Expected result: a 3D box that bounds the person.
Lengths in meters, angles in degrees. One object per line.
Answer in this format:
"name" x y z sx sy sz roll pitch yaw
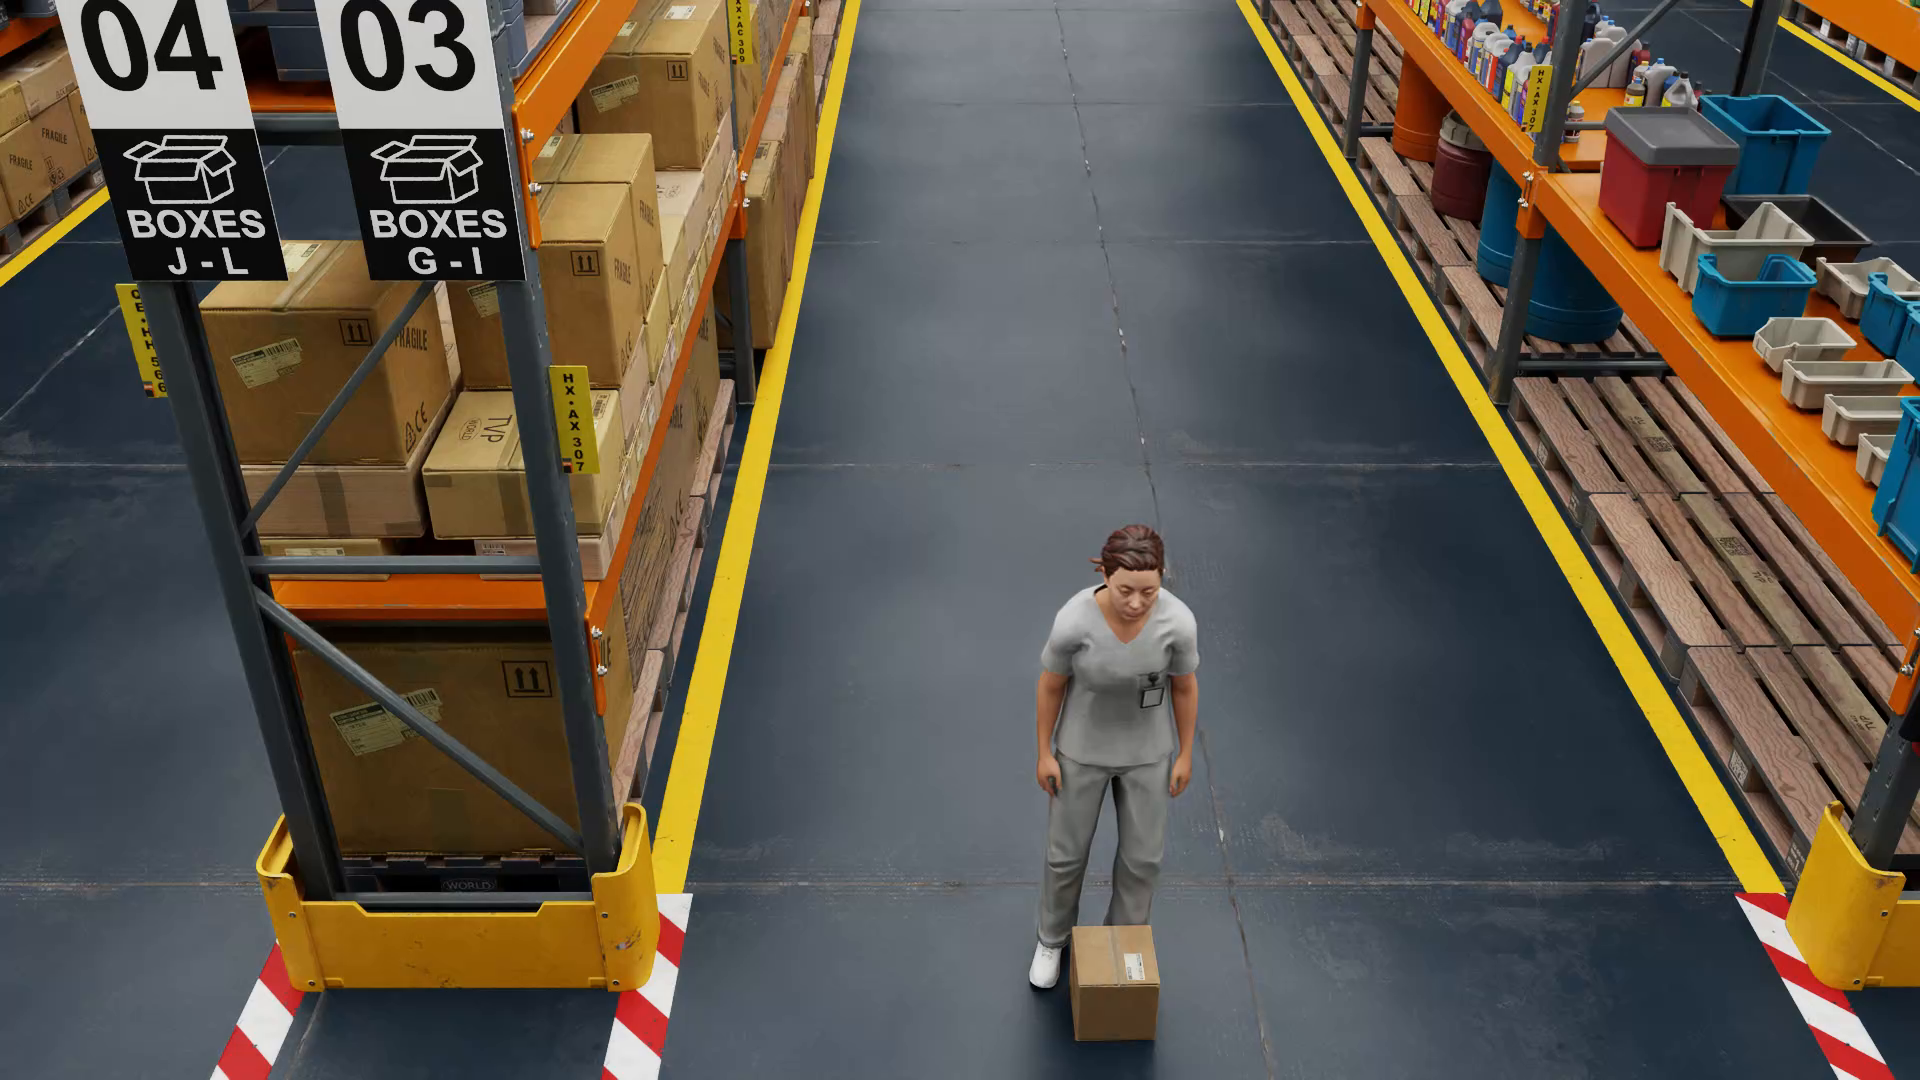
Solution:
"person" 0.470 0.671 5.047 0.488 1.673 0.403 0 32 0
